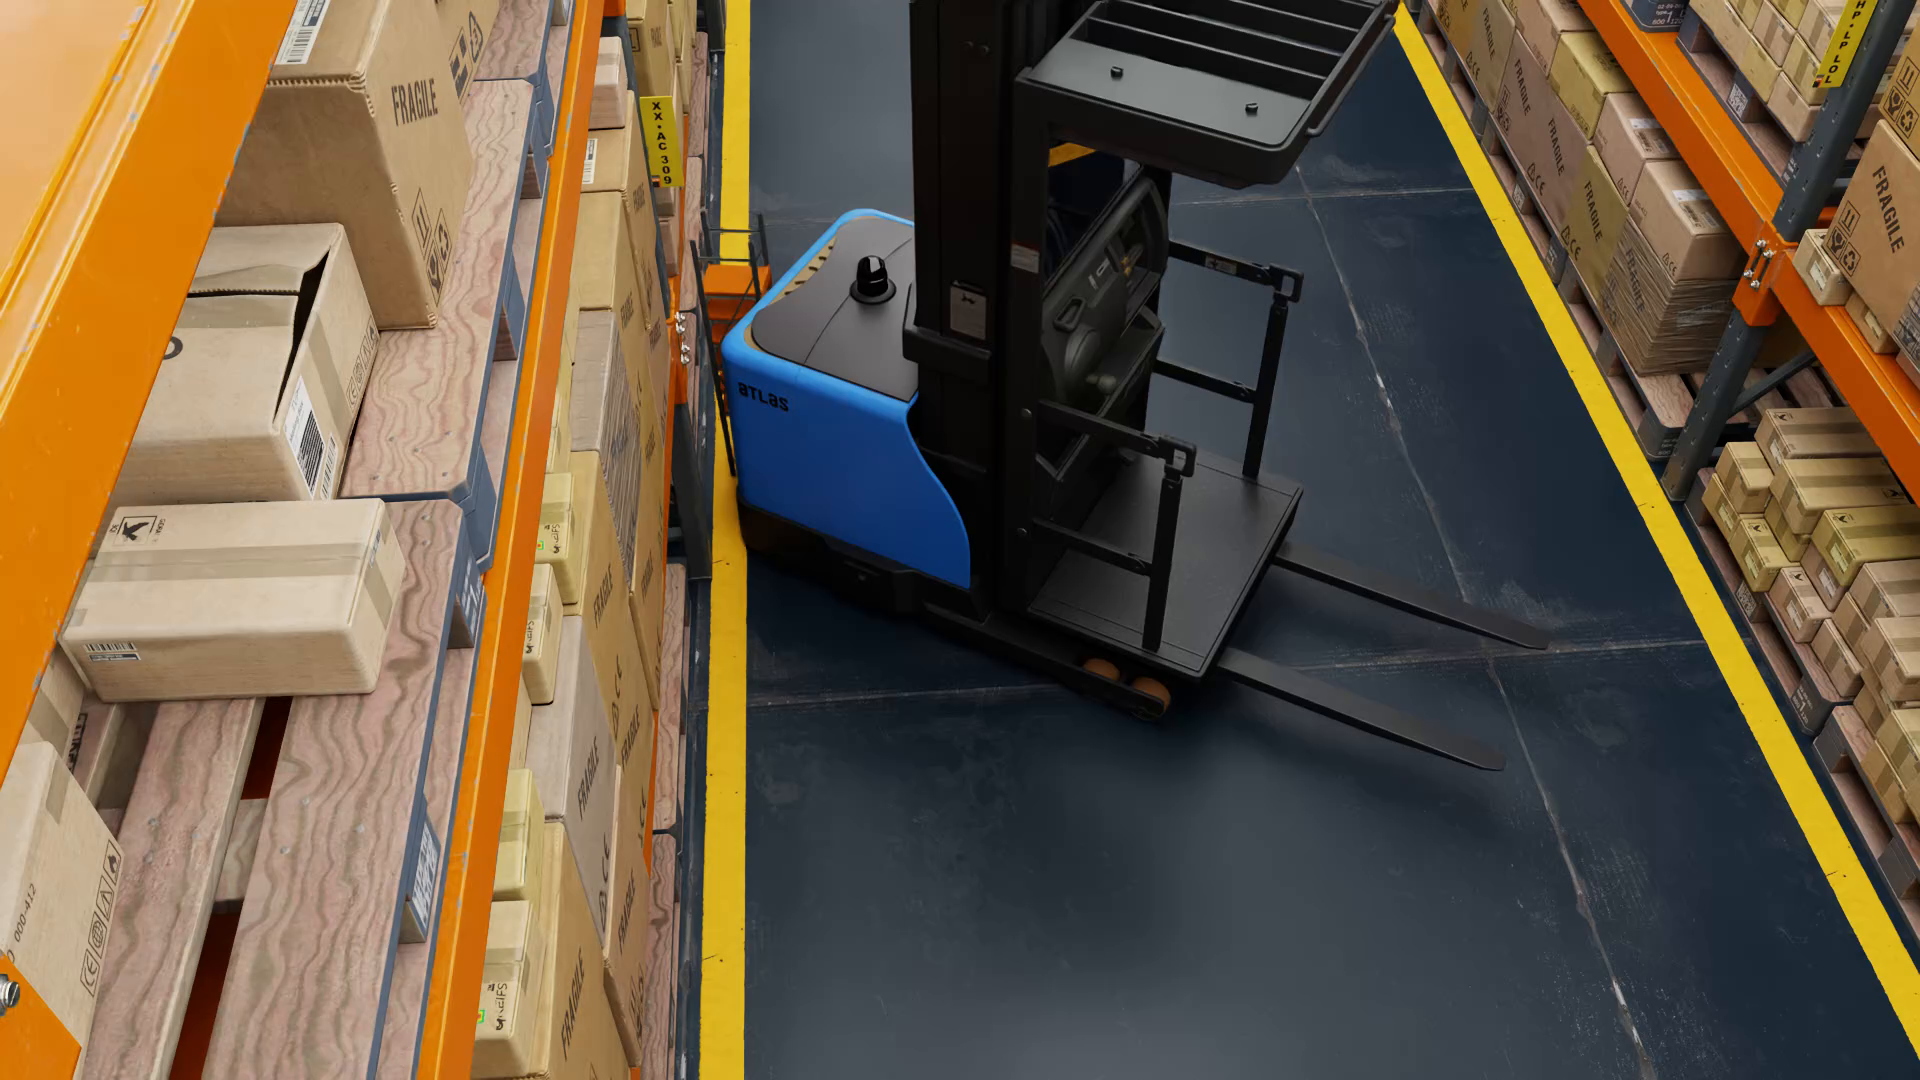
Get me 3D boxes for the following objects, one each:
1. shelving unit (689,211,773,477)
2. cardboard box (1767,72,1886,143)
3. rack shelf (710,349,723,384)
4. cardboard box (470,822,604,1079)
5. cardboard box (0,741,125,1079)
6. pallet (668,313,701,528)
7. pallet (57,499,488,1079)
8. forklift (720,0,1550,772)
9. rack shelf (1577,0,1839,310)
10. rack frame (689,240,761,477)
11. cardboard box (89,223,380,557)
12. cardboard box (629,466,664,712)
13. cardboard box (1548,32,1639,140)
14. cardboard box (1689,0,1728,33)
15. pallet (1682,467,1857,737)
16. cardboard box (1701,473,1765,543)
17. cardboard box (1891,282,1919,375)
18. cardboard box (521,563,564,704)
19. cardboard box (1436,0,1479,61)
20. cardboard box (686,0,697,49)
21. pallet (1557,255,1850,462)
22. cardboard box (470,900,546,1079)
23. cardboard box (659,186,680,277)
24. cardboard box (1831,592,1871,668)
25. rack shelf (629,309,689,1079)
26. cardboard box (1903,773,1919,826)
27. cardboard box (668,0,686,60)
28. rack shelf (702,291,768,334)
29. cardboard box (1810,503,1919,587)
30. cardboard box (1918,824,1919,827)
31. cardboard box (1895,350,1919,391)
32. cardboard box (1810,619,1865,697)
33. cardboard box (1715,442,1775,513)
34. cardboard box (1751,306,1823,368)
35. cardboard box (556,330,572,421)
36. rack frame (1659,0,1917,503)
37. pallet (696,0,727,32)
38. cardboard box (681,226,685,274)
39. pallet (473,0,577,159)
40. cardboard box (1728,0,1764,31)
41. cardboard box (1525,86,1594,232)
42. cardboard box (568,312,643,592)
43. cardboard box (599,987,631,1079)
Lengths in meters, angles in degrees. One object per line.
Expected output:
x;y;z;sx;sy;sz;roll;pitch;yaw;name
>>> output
-0.853;-0.748;6.625;0.258;1.200;0.189;3;46;5;shelving unit
3.207;-1.593;6.077;0.380;0.149;0.250;-4;47;-4;cardboard box
-0.851;-0.717;6.657;0.258;0.103;0.180;3;46;5;rack shelf
-0.958;0.892;3.082;0.500;0.500;0.500;-5;47;-4;cardboard box
-1.279;0.529;1.862;0.500;0.250;0.500;-7;47;-7;cardboard box
-1.626;-0.481;7.060;1.003;0.211;1.213;-3;47;-3;pallet
-1.224;0.471;2.233;1.003;0.211;1.213;-3;47;-3;pallet
0.670;-0.787;5.477;3.031;2.935;1.130;21;50;19;forklift
3.270;-2.460;7.509;1.077;0.370;4.000;-3;47;-3;rack shelf
-0.862;-0.683;6.562;0.240;1.200;0.006;3;46;5;rack frame
-1.227;-0.258;2.565;0.500;0.311;0.500;-3;47;-3;cardboard box
-1.088;0.135;4.488;0.500;0.500;0.500;-4;47;-4;cardboard box
3.035;-2.080;7.570;0.500;0.250;0.500;-5;47;-5;cardboard box
3.145;-2.143;6.597;0.380;0.149;0.250;-6;47;-5;cardboard box
3.529;0.183;6.432;1.003;0.211;1.213;-3;47;-3;pallet
3.148;-0.141;6.492;0.380;0.149;0.250;-5;47;-5;cardboard box
3.276;-0.665;5.040;0.500;0.500;0.500;-3;47;-3;cardboard box
-1.000;0.194;3.296;0.380;0.149;0.250;-3;47;-3;cardboard box
2.908;-2.912;8.874;0.500;0.500;0.500;-5;47;-5;cardboard box
-1.365;-2.277;6.944;0.500;0.250;0.500;-4;47;-4;cardboard box
3.371;-0.864;7.423;1.003;0.211;1.213;-3;47;-3;pallet
-0.906;0.753;2.767;0.380;0.149;0.250;-2;47;-2;cardboard box
-1.260;-1.169;5.894;0.500;0.250;0.500;-4;47;-4;cardboard box
3.336;0.303;5.867;0.380;0.149;0.250;-6;47;-5;cardboard box
-1.319;0.808;4.414;1.077;0.370;4.000;-3;47;-3;rack shelf
3.289;0.869;5.330;0.380;0.149;0.250;-3;47;-3;cardboard box
-1.330;-2.084;6.417;0.500;0.250;0.500;-3;47;-3;cardboard box
-0.859;-0.885;6.485;0.258;0.103;0.180;3;46;5;rack shelf
3.294;0.016;5.933;0.380;0.149;0.250;-4;47;-4;cardboard box
3.395;0.981;5.430;0.380;0.149;0.250;-2;47;-2;cardboard box
3.305;-0.577;5.403;0.380;0.149;0.250;-5;47;-5;cardboard box
3.314;0.409;5.971;0.380;0.149;0.250;-4;47;-4;cardboard box
3.149;-0.245;6.385;0.380;0.149;0.250;-2;47;-1;cardboard box
3.640;-1.096;7.154;0.500;0.500;0.500;-2;47;-2;cardboard box
-1.100;-0.355;3.816;0.380;0.149;0.250;-4;47;-4;cardboard box
3.438;-1.260;5.877;1.000;3.000;0.127;-3;47;-3;rack frame
-1.885;-3.387;9.812;1.003;0.211;1.213;-3;47;-3;pallet
-1.702;-1.397;7.181;0.875;0.875;0.875;-2;47;-2;cardboard box
-1.429;-1.294;3.905;1.003;0.211;1.213;-3;47;-3;pallet
3.166;-2.066;6.320;0.380;0.149;0.250;-2;47;-2;cardboard box
3.043;-1.808;7.828;0.500;0.500;0.500;-4;47;-4;cardboard box
-1.086;-0.204;4.120;0.500;0.500;0.500;-3;47;-3;cardboard box
-0.976;1.245;3.436;0.500;0.500;0.500;-4;47;-4;cardboard box
